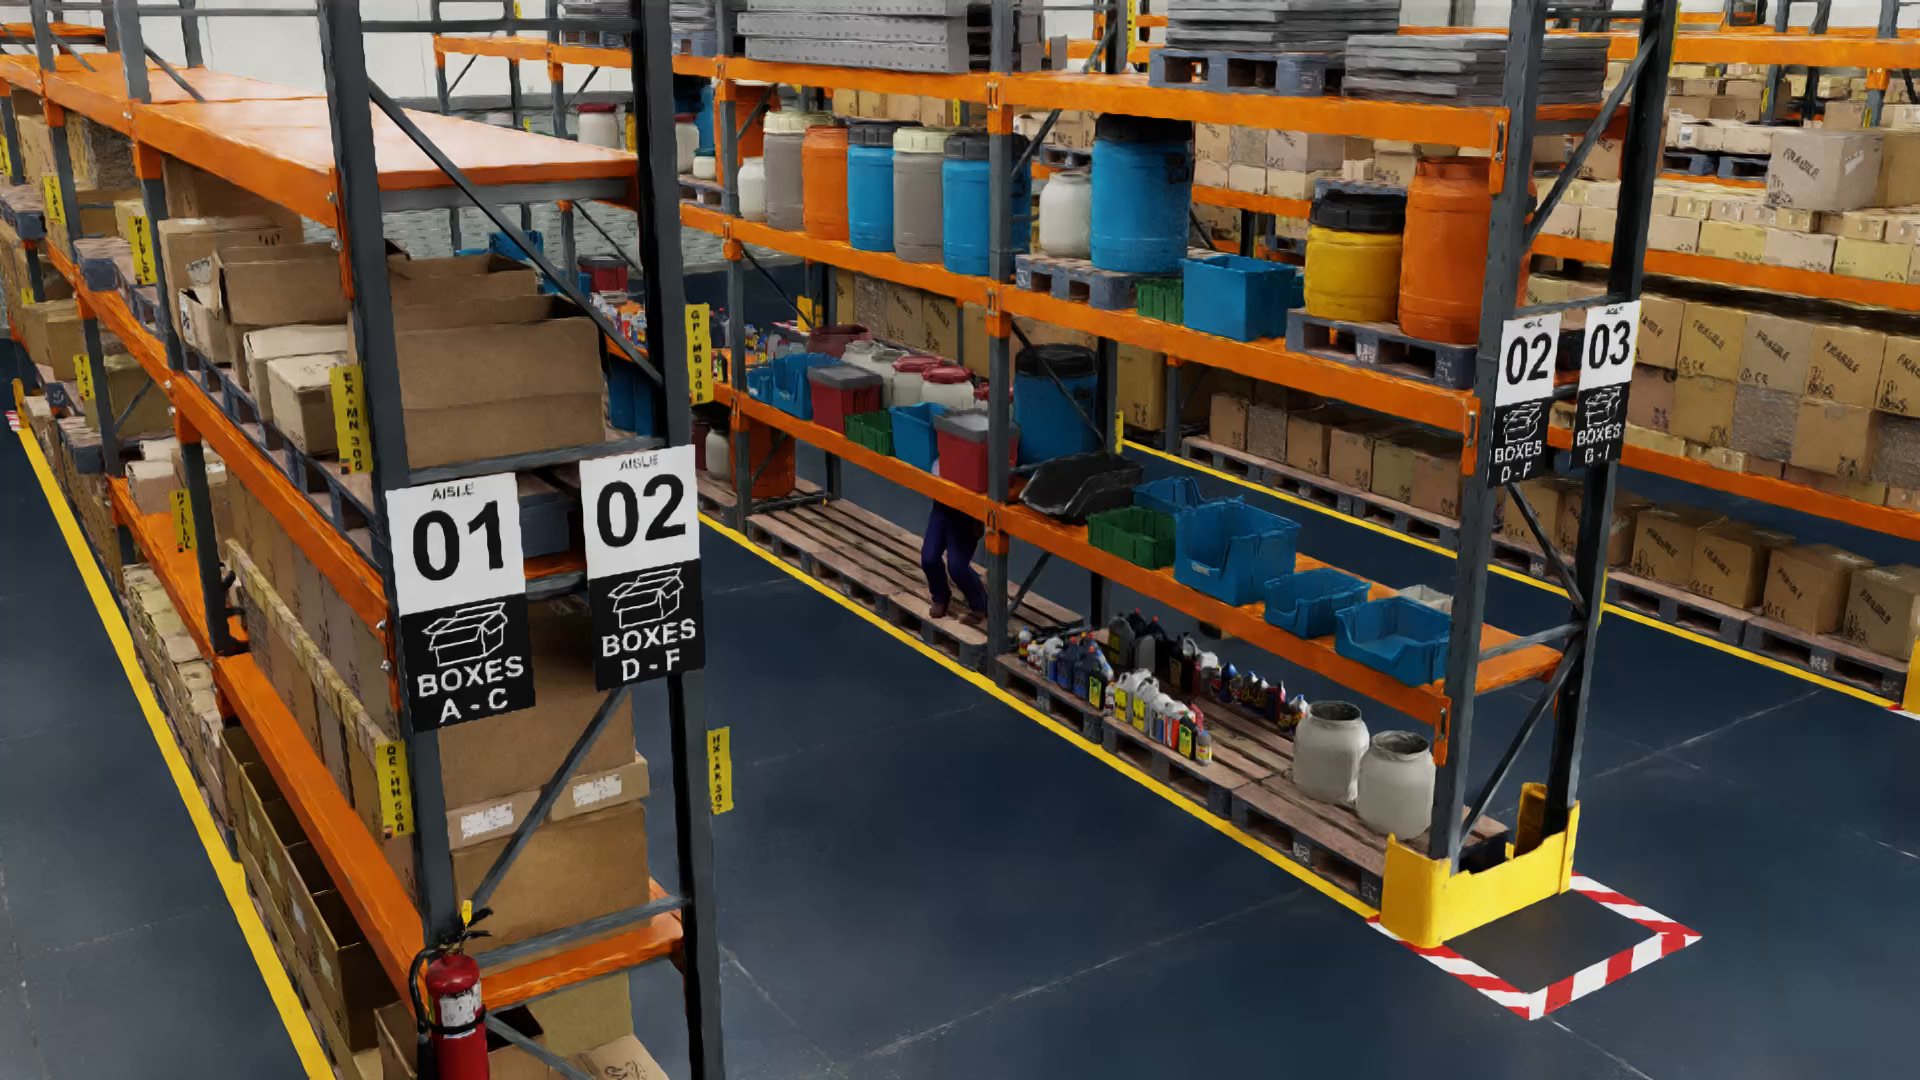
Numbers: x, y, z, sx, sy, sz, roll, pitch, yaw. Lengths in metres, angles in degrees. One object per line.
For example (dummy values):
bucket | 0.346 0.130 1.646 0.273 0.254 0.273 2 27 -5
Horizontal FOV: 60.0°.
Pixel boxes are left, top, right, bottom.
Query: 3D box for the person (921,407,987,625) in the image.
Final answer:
person | -0.030 -0.183 12.120 0.434 1.567 0.503 -16 24 -40
